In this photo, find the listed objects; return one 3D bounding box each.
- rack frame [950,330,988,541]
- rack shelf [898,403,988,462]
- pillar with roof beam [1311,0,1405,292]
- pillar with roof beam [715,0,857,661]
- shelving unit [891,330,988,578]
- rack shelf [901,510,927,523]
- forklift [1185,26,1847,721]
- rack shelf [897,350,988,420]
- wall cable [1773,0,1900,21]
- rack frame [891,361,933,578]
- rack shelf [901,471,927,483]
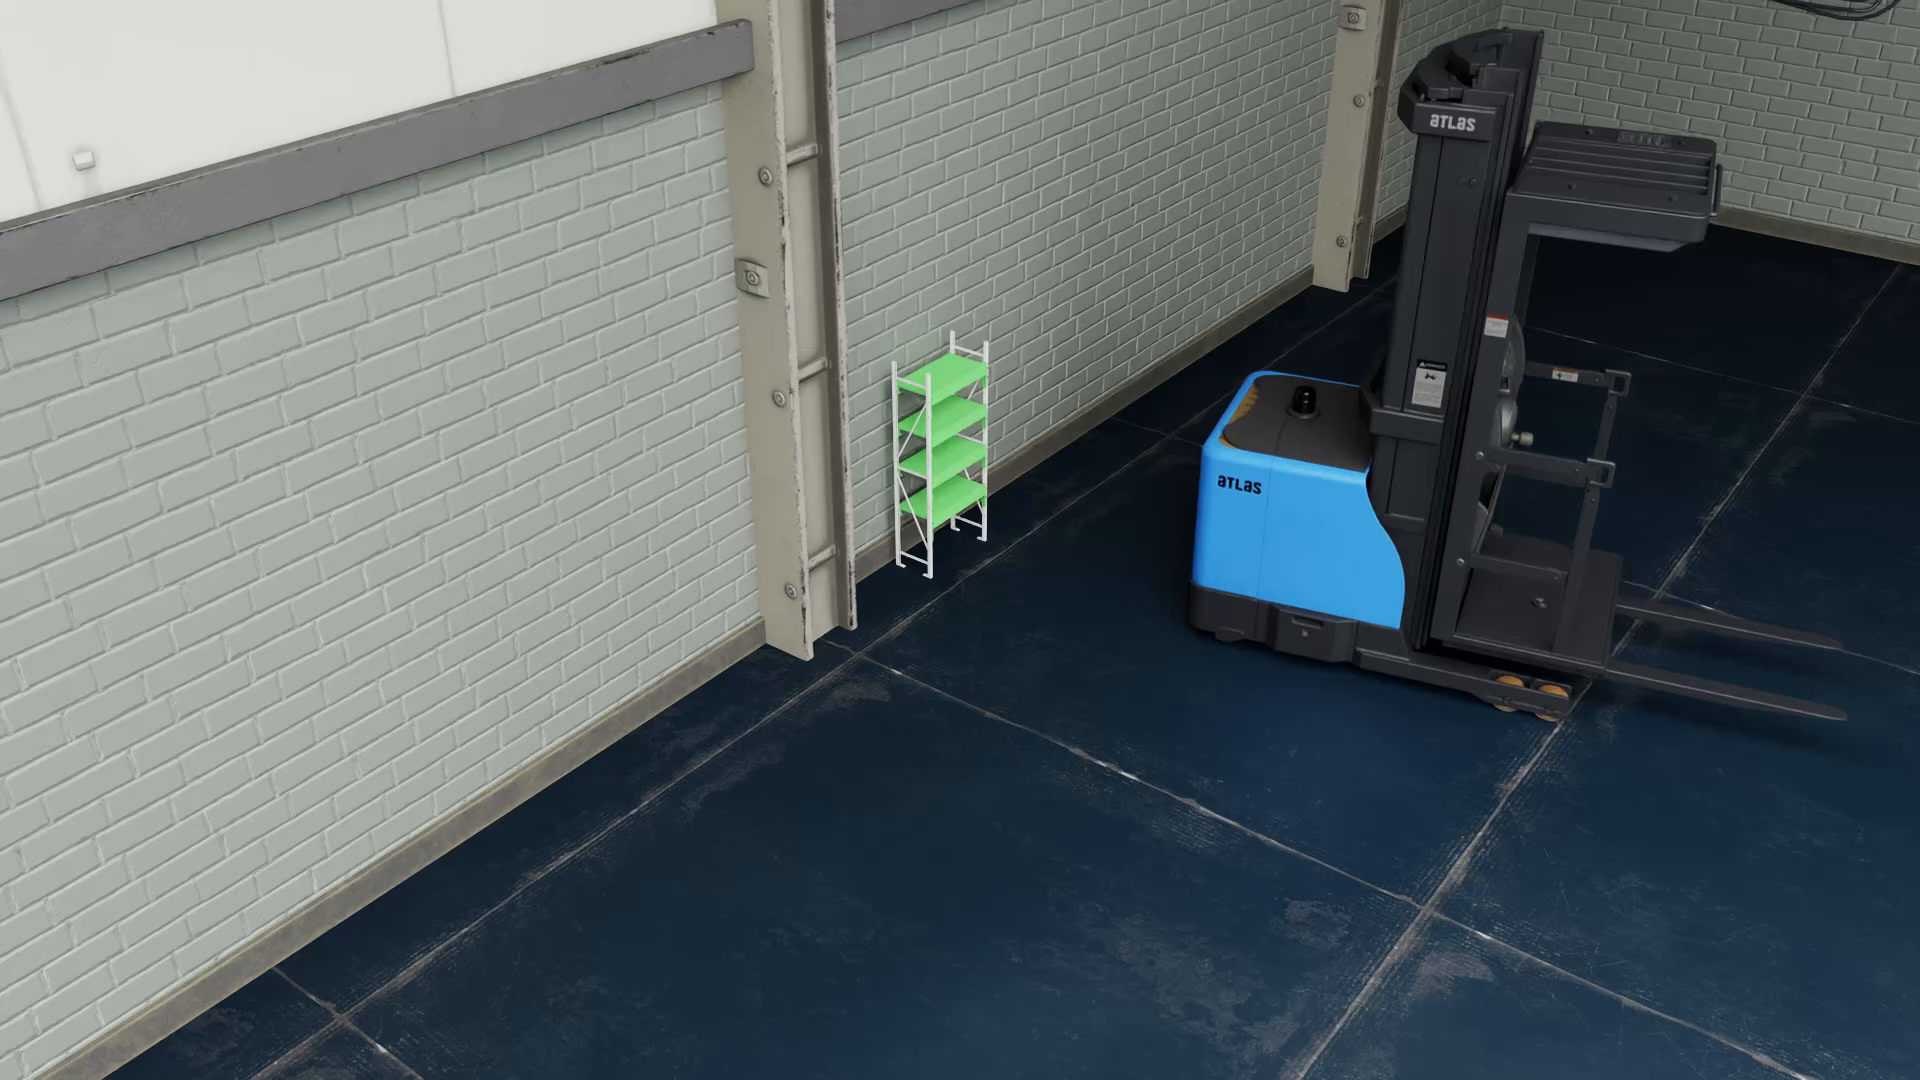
[{"bbox_3d":[0.047,-0.548,8.998,0.240,1.200,0.015,21,37,31],"label":"rack frame"},{"bbox_3d":[-0.100,-0.600,8.741,0.258,0.148,0.480,21,37,31],"label":"rack shelf"},{"bbox_3d":[6.292,-4.512,8.037,9.100,9.000,0.400,21,37,31],"label":"pillar with roof beam"},{"bbox_3d":[2.670,-2.073,3.922,9.100,9.000,0.400,21,37,31],"label":"pillar with roof beam"},{"bbox_3d":[-0.100,-0.449,8.831,0.258,1.200,0.503,21,37,31],"label":"shelving unit"},{"bbox_3d":[-0.100,-0.212,8.971,0.199,0.029,0.442,21,37,31],"label":"rack shelf"},{"bbox_3d":[2.709,-0.719,7.588,3.031,2.935,1.130,12,33,20],"label":"forklift"},{"bbox_3d":[-0.100,-0.807,8.618,0.258,0.148,0.480,21,37,31],"label":"rack shelf"},{"bbox_3d":[5.692,-5.292,12.398,3.097,2.526,0.112,21,37,31],"label":"wall cable"},{"bbox_3d":[-0.247,-0.350,8.663,0.240,1.200,0.015,21,37,31],"label":"rack frame"},{"bbox_3d":[-0.100,-0.419,8.849,0.199,0.029,0.442,21,37,31],"label":"rack shelf"}]
